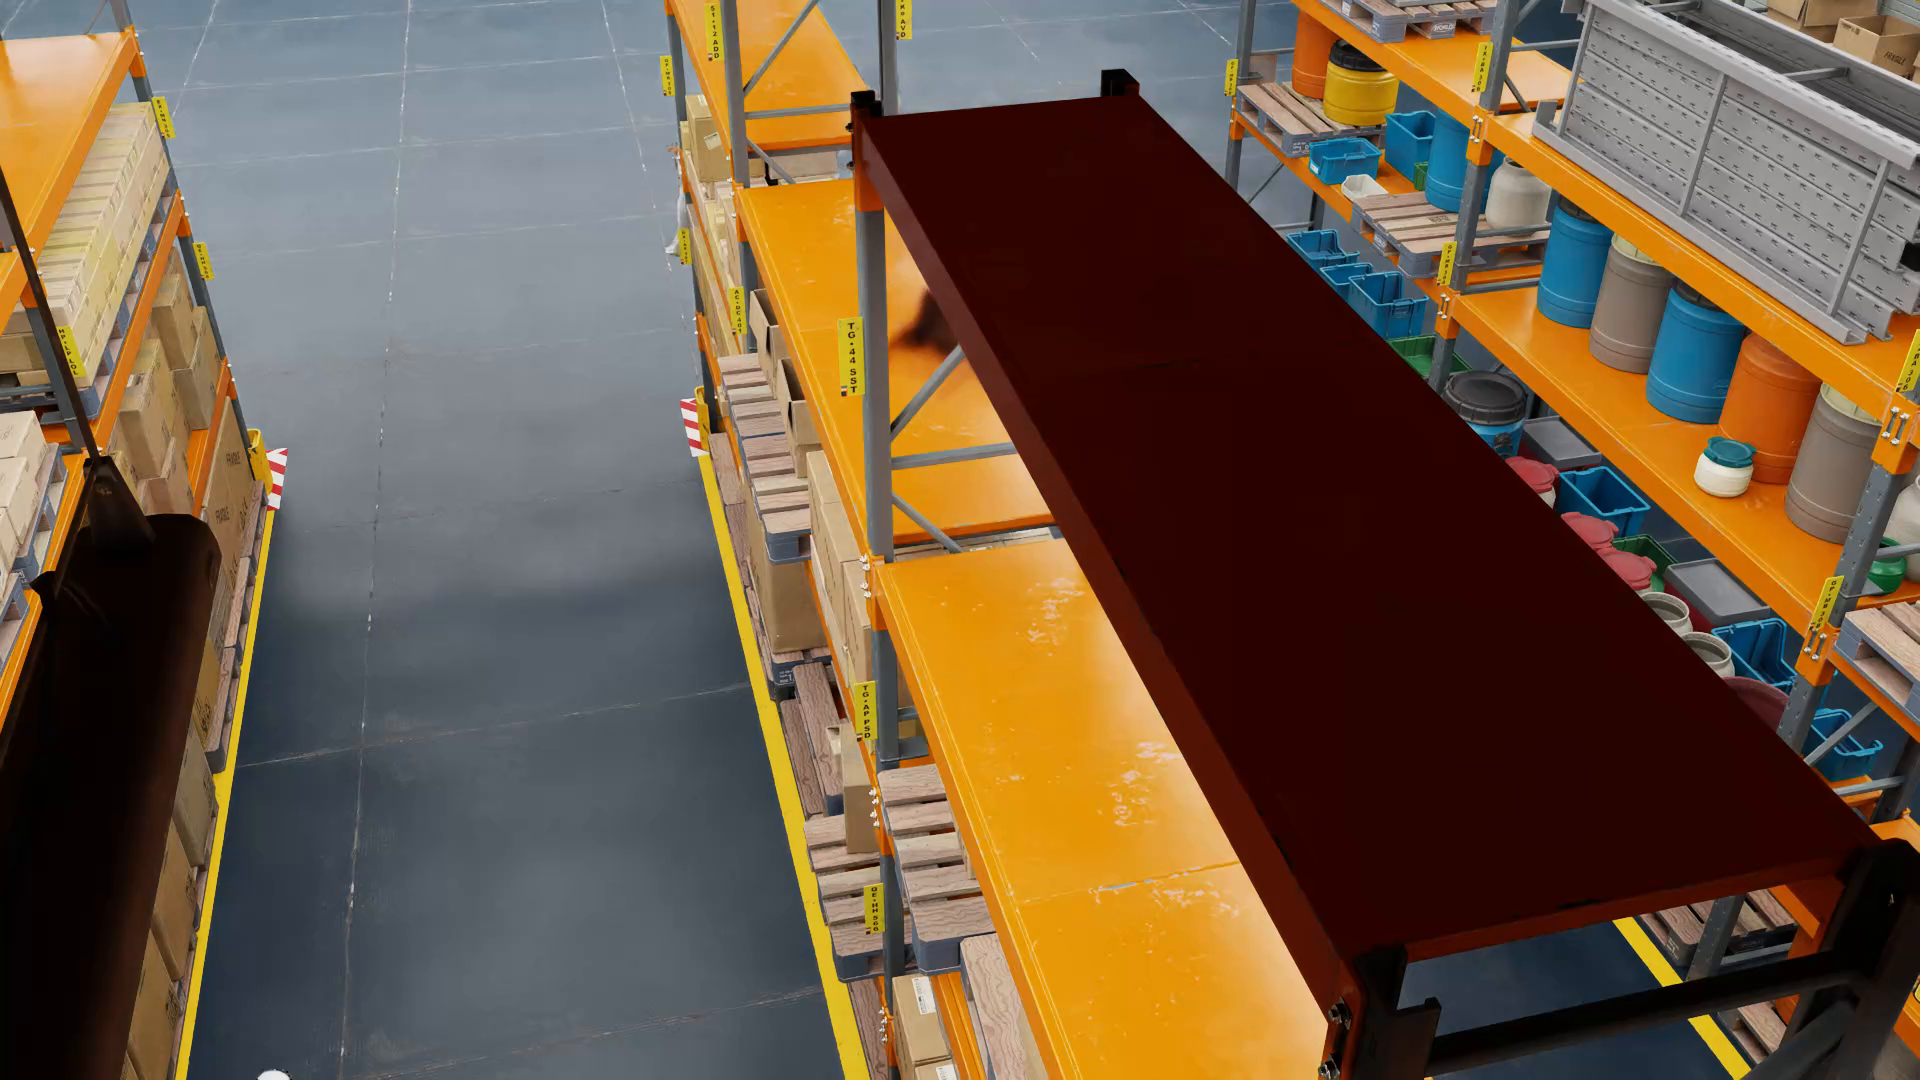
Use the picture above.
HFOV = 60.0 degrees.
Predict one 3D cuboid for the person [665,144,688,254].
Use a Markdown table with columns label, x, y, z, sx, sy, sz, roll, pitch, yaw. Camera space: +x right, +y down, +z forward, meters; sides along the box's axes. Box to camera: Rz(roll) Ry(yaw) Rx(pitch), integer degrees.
| label | x | y | z | sx | sy | sz | roll | pitch | yaw |
| --- | --- | --- | --- | --- | --- | --- | --- | --- | --- |
| person | -2.886 | -3.980 | 18.407 | 0.886 | 1.689 | 0.602 | 5 | 35 | 7 |

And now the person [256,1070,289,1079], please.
| label | x | y | z | sx | sy | sz | roll | pitch | yaw |
| --- | --- | --- | --- | --- | --- | --- | --- | --- | --- |
| person | -2.999 | 3.094 | 7.570 | 0.719 | 1.743 | 0.695 | -7 | 35 | -10 |
